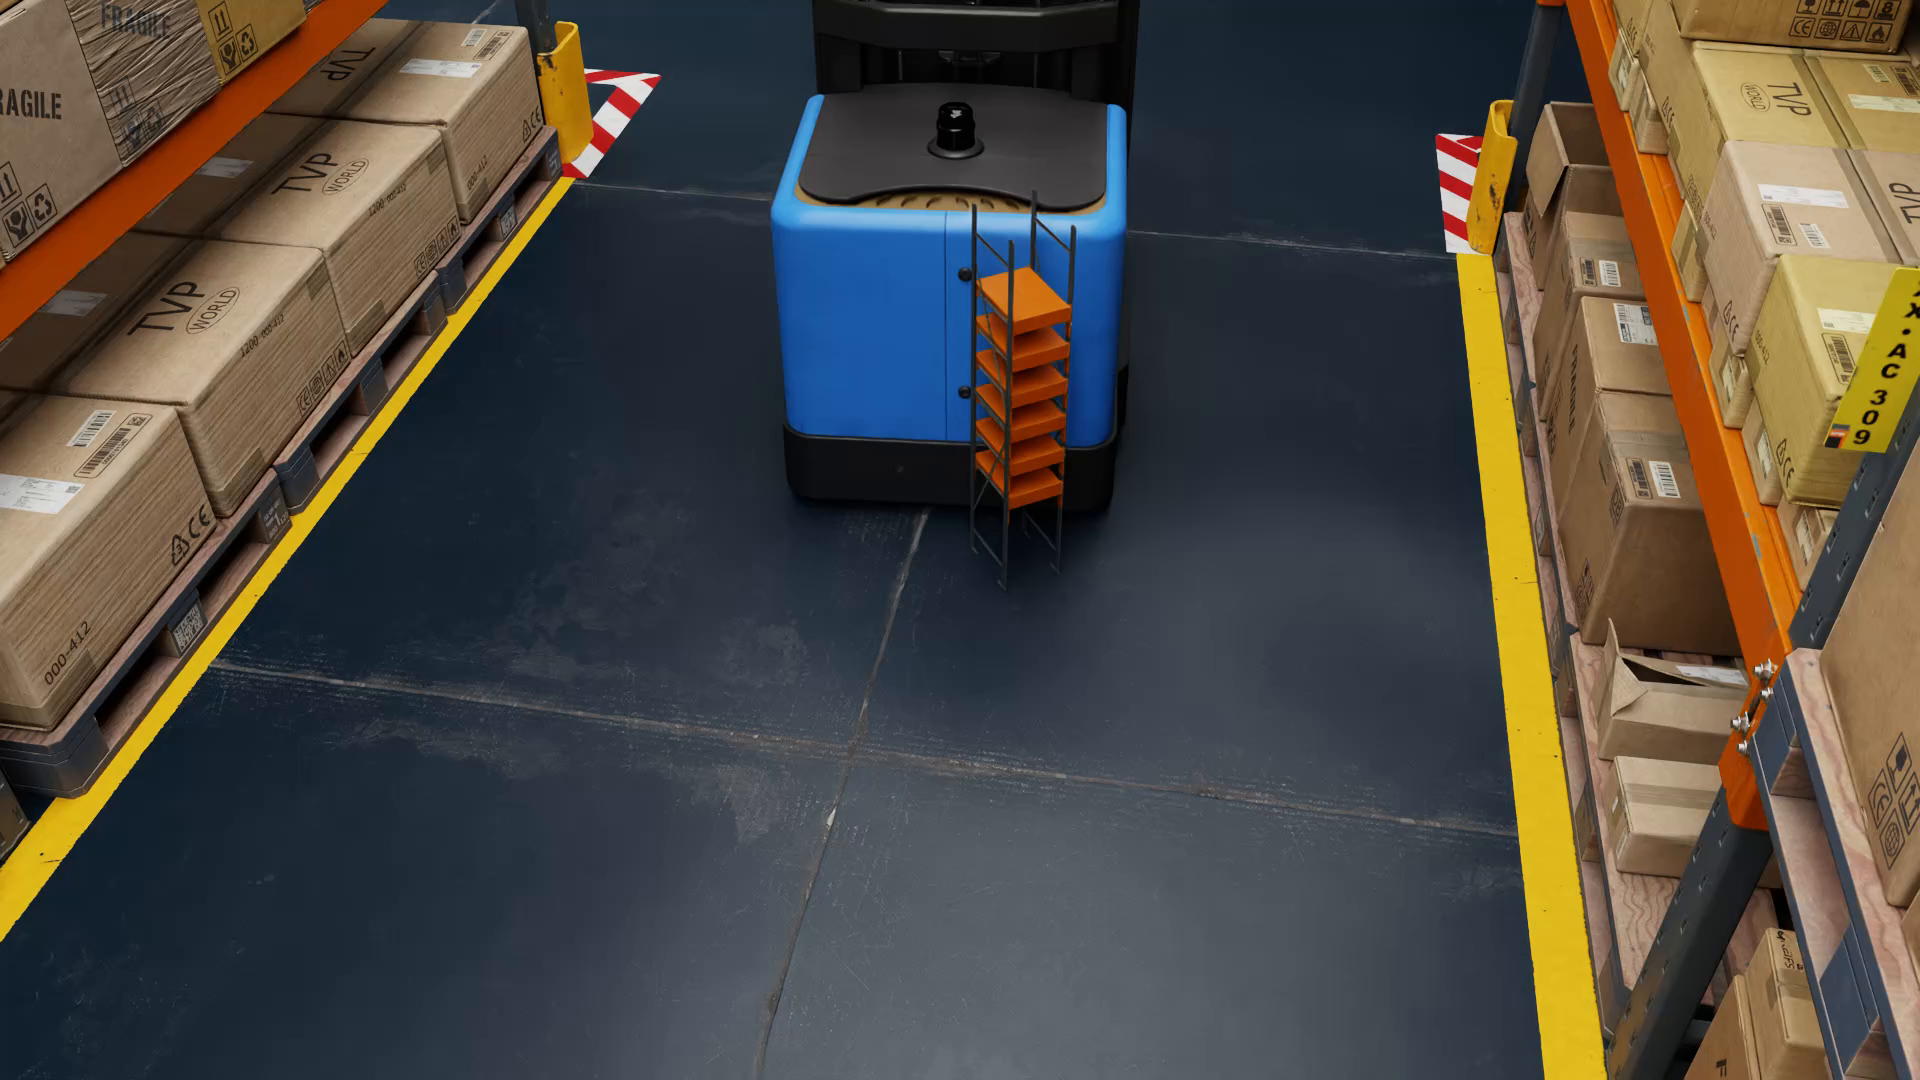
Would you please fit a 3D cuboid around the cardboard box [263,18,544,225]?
[{"bbox_3d":[-2.251,-1.685,6.616,0.875,0.438,0.875,5,40,6],"label":"cardboard box"}]

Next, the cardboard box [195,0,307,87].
[{"bbox_3d":[-2.316,-1.680,4.850,0.500,0.500,0.500,8,40,9],"label":"cardboard box"}]

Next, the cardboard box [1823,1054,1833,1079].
[{"bbox_3d":[1.640,0.920,2.673,0.380,0.149,0.250,5,40,6],"label":"cardboard box"}]

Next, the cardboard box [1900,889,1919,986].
[{"bbox_3d":[1.568,0.523,1.856,0.700,0.500,0.500,7,40,8],"label":"cardboard box"}]

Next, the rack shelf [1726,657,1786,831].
[{"bbox_3d":[1.616,1.652,1.463,1.077,0.370,4.000,6,40,8],"label":"rack shelf"}]

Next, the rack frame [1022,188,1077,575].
[{"bbox_3d":[0.251,-0.425,4.822,0.006,1.200,0.240,-17,43,-20],"label":"rack frame"}]

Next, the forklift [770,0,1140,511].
[{"bbox_3d":[0.072,-2.149,5.549,1.130,2.935,3.031,3,40,3],"label":"forklift"}]

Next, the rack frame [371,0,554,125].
[{"bbox_3d":[-2.235,-2.936,6.447,1.000,3.000,0.127,6,40,8],"label":"rack frame"}]

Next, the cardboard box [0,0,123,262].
[{"bbox_3d":[-2.497,-1.045,4.082,0.500,0.500,0.500,7,40,8],"label":"cardboard box"}]

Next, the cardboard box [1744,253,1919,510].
[{"bbox_3d":[1.810,-0.284,3.124,0.500,0.250,0.500,7,40,9],"label":"cardboard box"}]

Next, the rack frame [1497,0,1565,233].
[{"bbox_3d":[2.654,-2.391,5.788,1.000,3.000,0.127,6,40,8],"label":"rack frame"}]

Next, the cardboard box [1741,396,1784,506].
[{"bbox_3d":[1.792,-0.178,3.308,0.380,0.149,0.250,7,40,9],"label":"cardboard box"}]

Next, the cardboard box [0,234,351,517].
[{"bbox_3d":[-2.559,-0.544,5.235,0.875,0.438,0.875,5,40,6],"label":"cardboard box"}]

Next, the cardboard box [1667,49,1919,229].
[{"bbox_3d":[1.981,-0.912,3.883,0.500,0.250,0.500,6,40,7],"label":"cardboard box"}]

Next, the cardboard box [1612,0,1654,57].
[{"bbox_3d":[2.139,-1.558,4.665,0.500,0.250,0.500,6,40,7],"label":"cardboard box"}]

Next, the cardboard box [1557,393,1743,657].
[{"bbox_3d":[2.089,-0.033,4.567,0.700,0.500,0.500,5,40,6],"label":"cardboard box"}]

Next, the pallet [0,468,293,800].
[{"bbox_3d":[-2.719,0.180,4.866,1.003,0.211,1.213,6,40,8],"label":"pallet"}]

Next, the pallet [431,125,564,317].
[{"bbox_3d":[-2.297,-1.351,6.718,1.003,0.211,1.213,6,40,8],"label":"pallet"}]

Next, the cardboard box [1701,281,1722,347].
[{"bbox_3d":[1.885,-0.505,3.704,0.380,0.149,0.250,7,40,9],"label":"cardboard box"}]

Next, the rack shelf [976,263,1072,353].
[{"bbox_3d":[0.169,-0.642,4.590,0.180,0.103,0.258,-17,43,-20],"label":"rack shelf"}]

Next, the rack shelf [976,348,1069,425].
[{"bbox_3d":[0.169,-0.457,4.743,0.180,0.103,0.258,-17,43,-20],"label":"rack shelf"}]

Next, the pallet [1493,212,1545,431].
[{"bbox_3d":[2.504,-0.768,6.014,1.003,0.211,1.213,6,40,8],"label":"pallet"}]

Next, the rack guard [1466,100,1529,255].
[{"bbox_3d":[2.641,-1.380,6.527,1.175,0.500,0.348,6,40,8],"label":"rack guard"}]

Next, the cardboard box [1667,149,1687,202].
[{"bbox_3d":[2.053,-0.978,4.277,0.380,0.149,0.250,6,40,8],"label":"cardboard box"}]

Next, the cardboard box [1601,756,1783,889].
[{"bbox_3d":[1.769,0.674,3.988,0.380,0.149,0.250,5,40,6],"label":"cardboard box"}]

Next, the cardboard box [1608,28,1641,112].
[{"bbox_3d":[2.055,-1.315,4.684,0.380,0.149,0.250,5,40,6],"label":"cardboard box"}]

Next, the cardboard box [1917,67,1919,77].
[{"bbox_3d":[2.485,-0.858,3.818,0.500,0.250,0.500,7,40,9],"label":"cardboard box"}]

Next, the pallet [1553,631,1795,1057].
[{"bbox_3d":[2.082,0.763,4.162,1.003,0.211,1.213,6,40,8],"label":"pallet"}]

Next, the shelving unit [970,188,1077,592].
[{"bbox_3d":[0.169,-0.399,4.791,0.189,1.200,0.258,-17,43,-20],"label":"shelving unit"}]

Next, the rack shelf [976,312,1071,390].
[{"bbox_3d":[0.169,-0.550,4.666,0.180,0.103,0.258,-17,43,-20],"label":"rack shelf"}]

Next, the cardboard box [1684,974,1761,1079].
[{"bbox_3d":[1.657,1.199,3.077,0.500,0.500,0.500,8,40,10],"label":"cardboard box"}]

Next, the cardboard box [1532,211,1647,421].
[{"bbox_3d":[2.269,-0.684,5.355,0.700,0.500,0.500,8,40,9],"label":"cardboard box"}]
